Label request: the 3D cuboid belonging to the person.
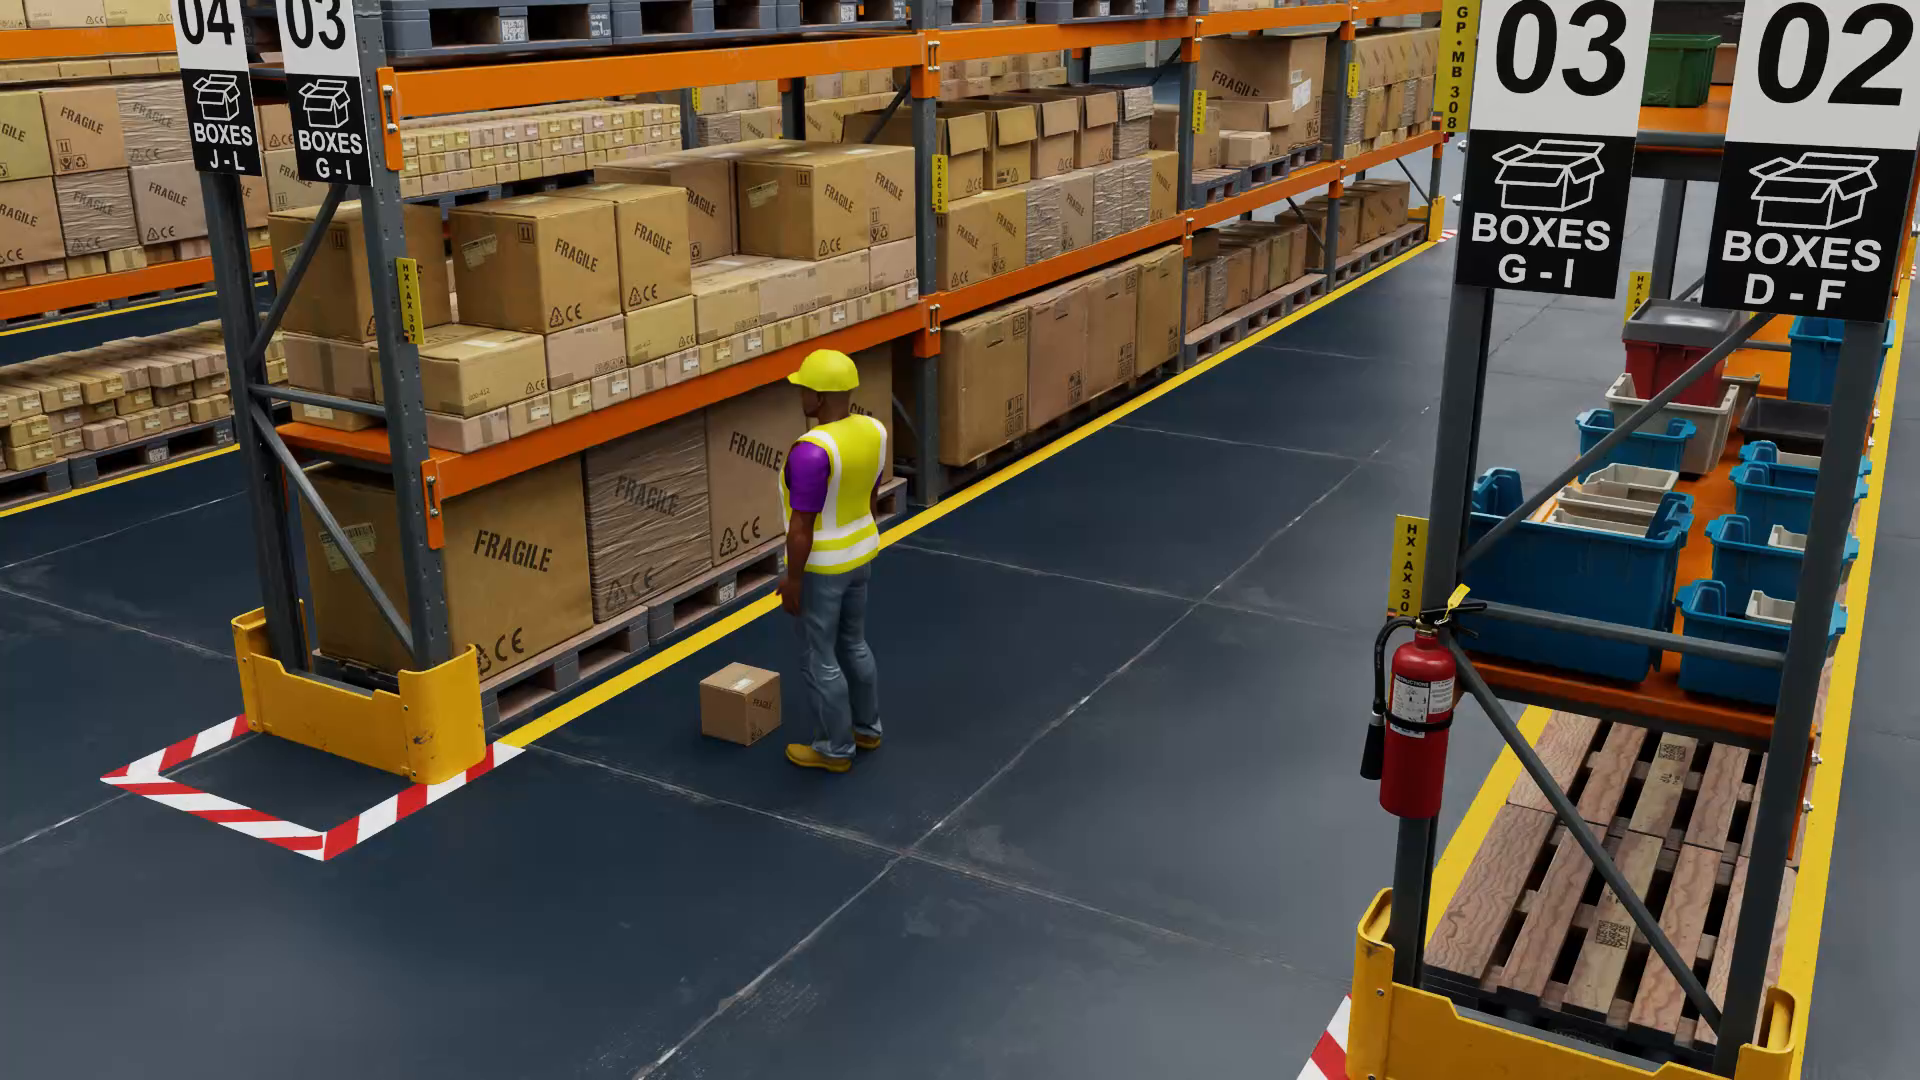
[{"bbox_3d":[-0.533,0.088,6.785,0.361,1.761,0.563,11,22,29],"label":"person"}]
